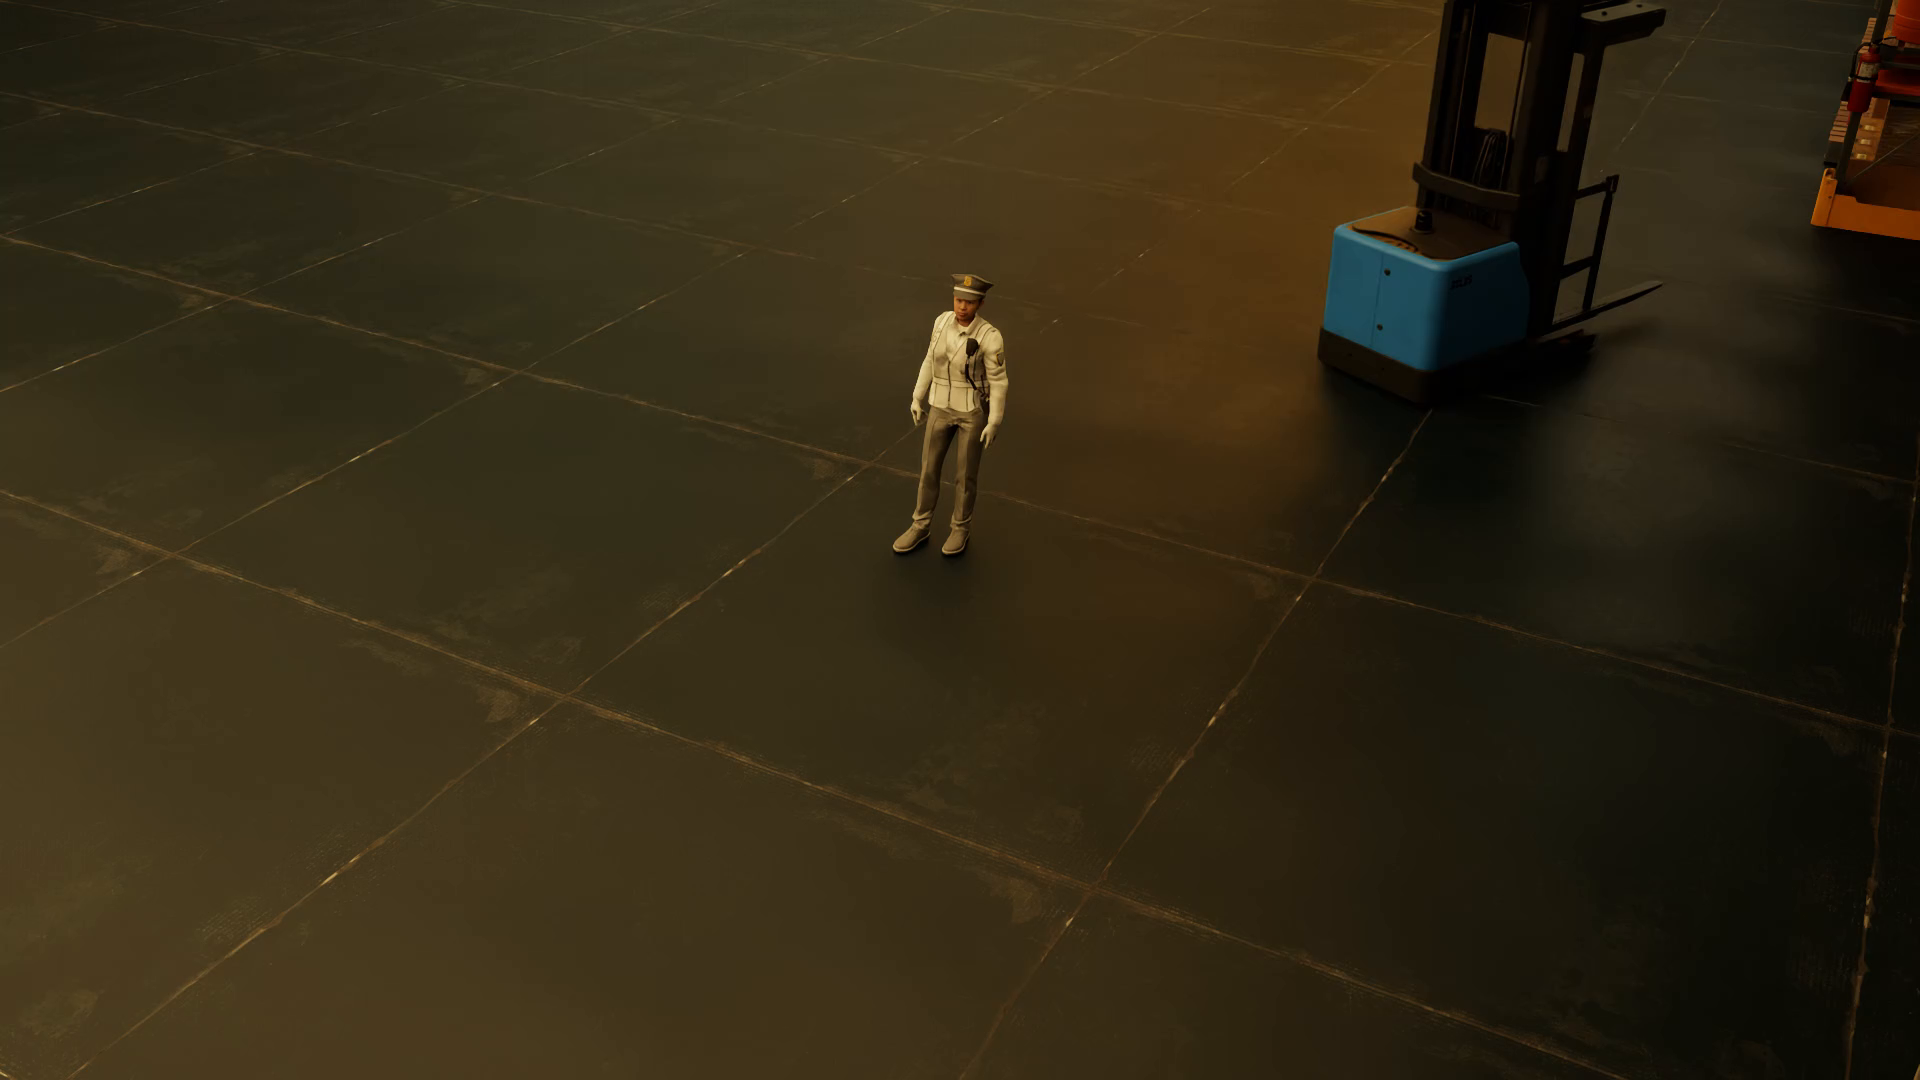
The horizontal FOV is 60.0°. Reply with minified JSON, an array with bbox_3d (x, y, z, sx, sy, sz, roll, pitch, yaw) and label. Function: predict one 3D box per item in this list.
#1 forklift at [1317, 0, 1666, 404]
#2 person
[{"bbox_3d":[4.105,-2.785,11.897,3.031,2.935,1.130,-20,36,-31],"label":"forklift"},{"bbox_3d":[-0.040,-0.710,9.527,0.586,1.690,0.530,15,33,25],"label":"person"}]
